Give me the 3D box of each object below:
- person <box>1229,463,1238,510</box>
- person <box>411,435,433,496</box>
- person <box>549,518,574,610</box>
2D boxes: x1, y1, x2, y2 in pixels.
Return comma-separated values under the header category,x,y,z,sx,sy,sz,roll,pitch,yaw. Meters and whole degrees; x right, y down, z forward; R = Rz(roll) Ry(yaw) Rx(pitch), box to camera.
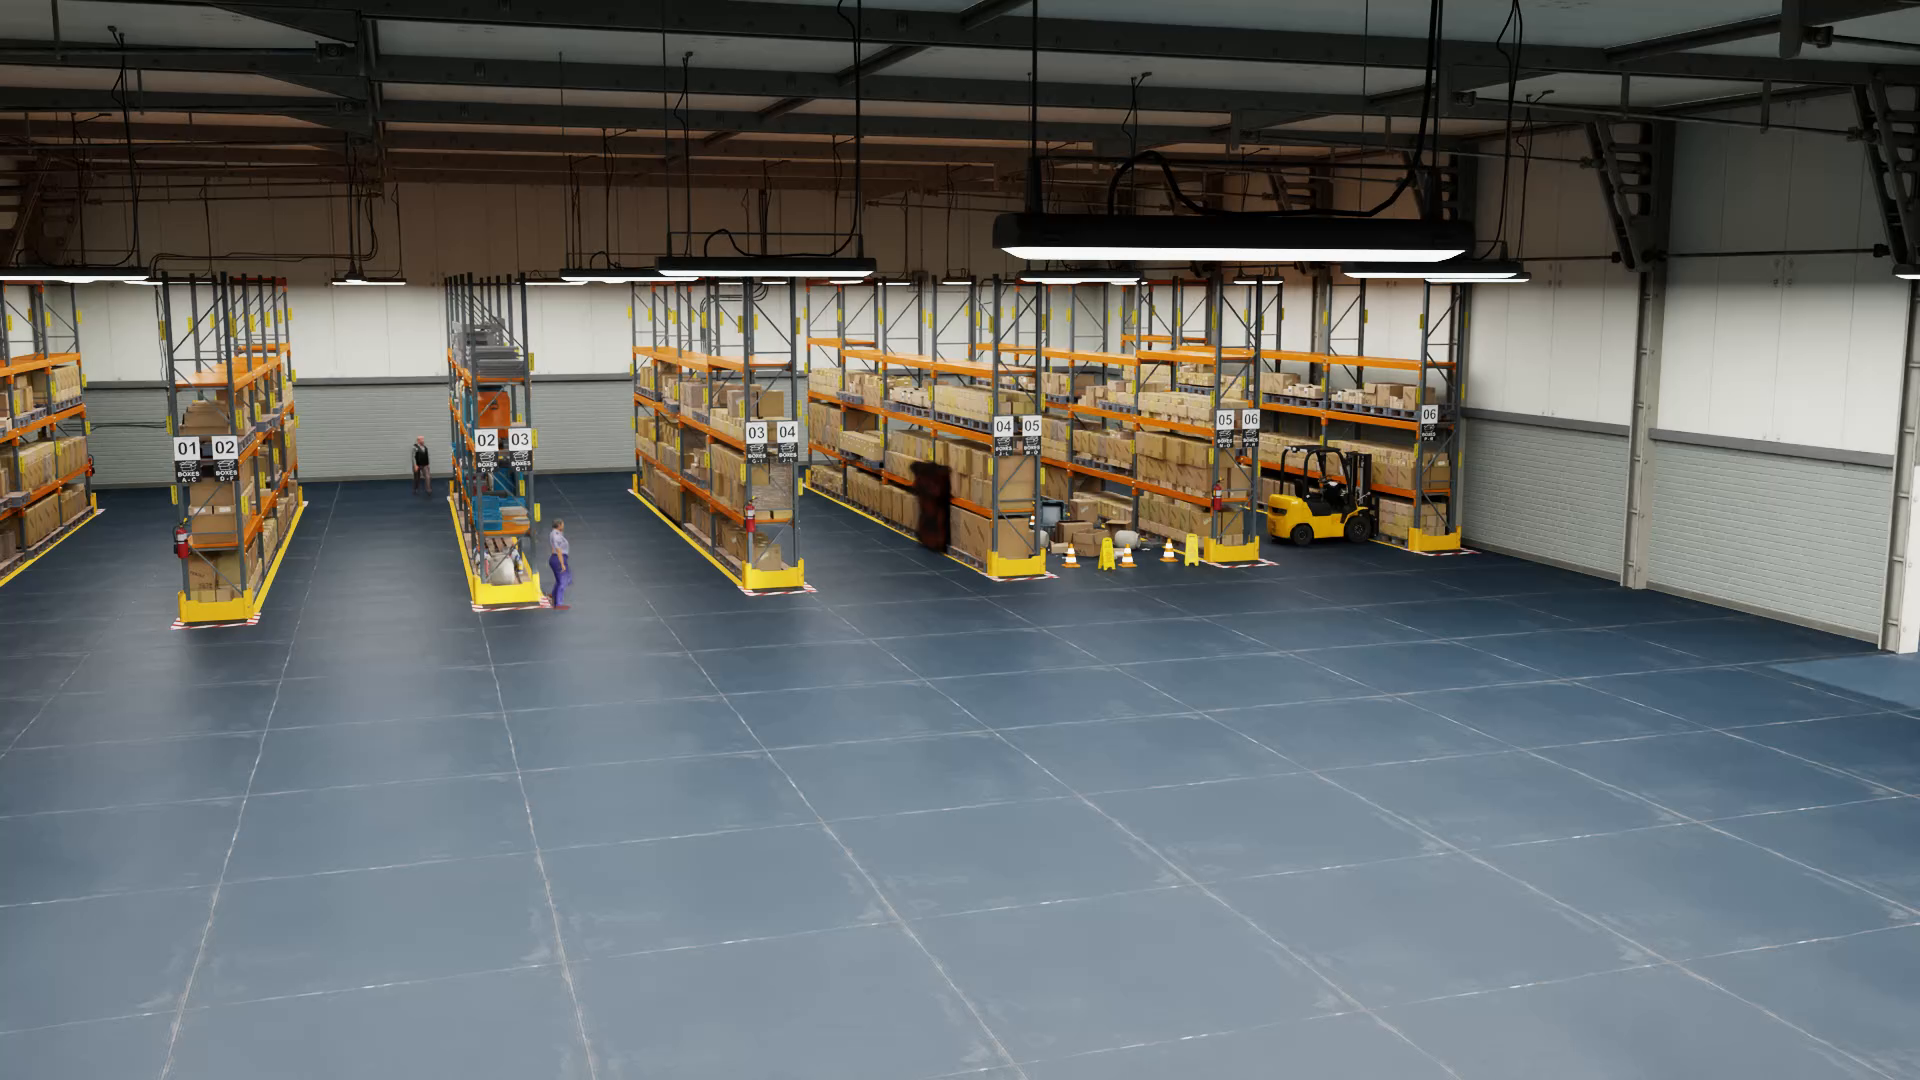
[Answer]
category,x,y,z,sx,sy,sz,roll,pitch,yaw
person,6.523,-1.075,39.695,0.429,1.672,0.454,2,9,11
person,-14.897,-2.045,45.897,0.495,1.673,1.006,-5,10,-31
person,-7.144,0.418,29.763,0.455,1.635,0.496,-3,9,-17
